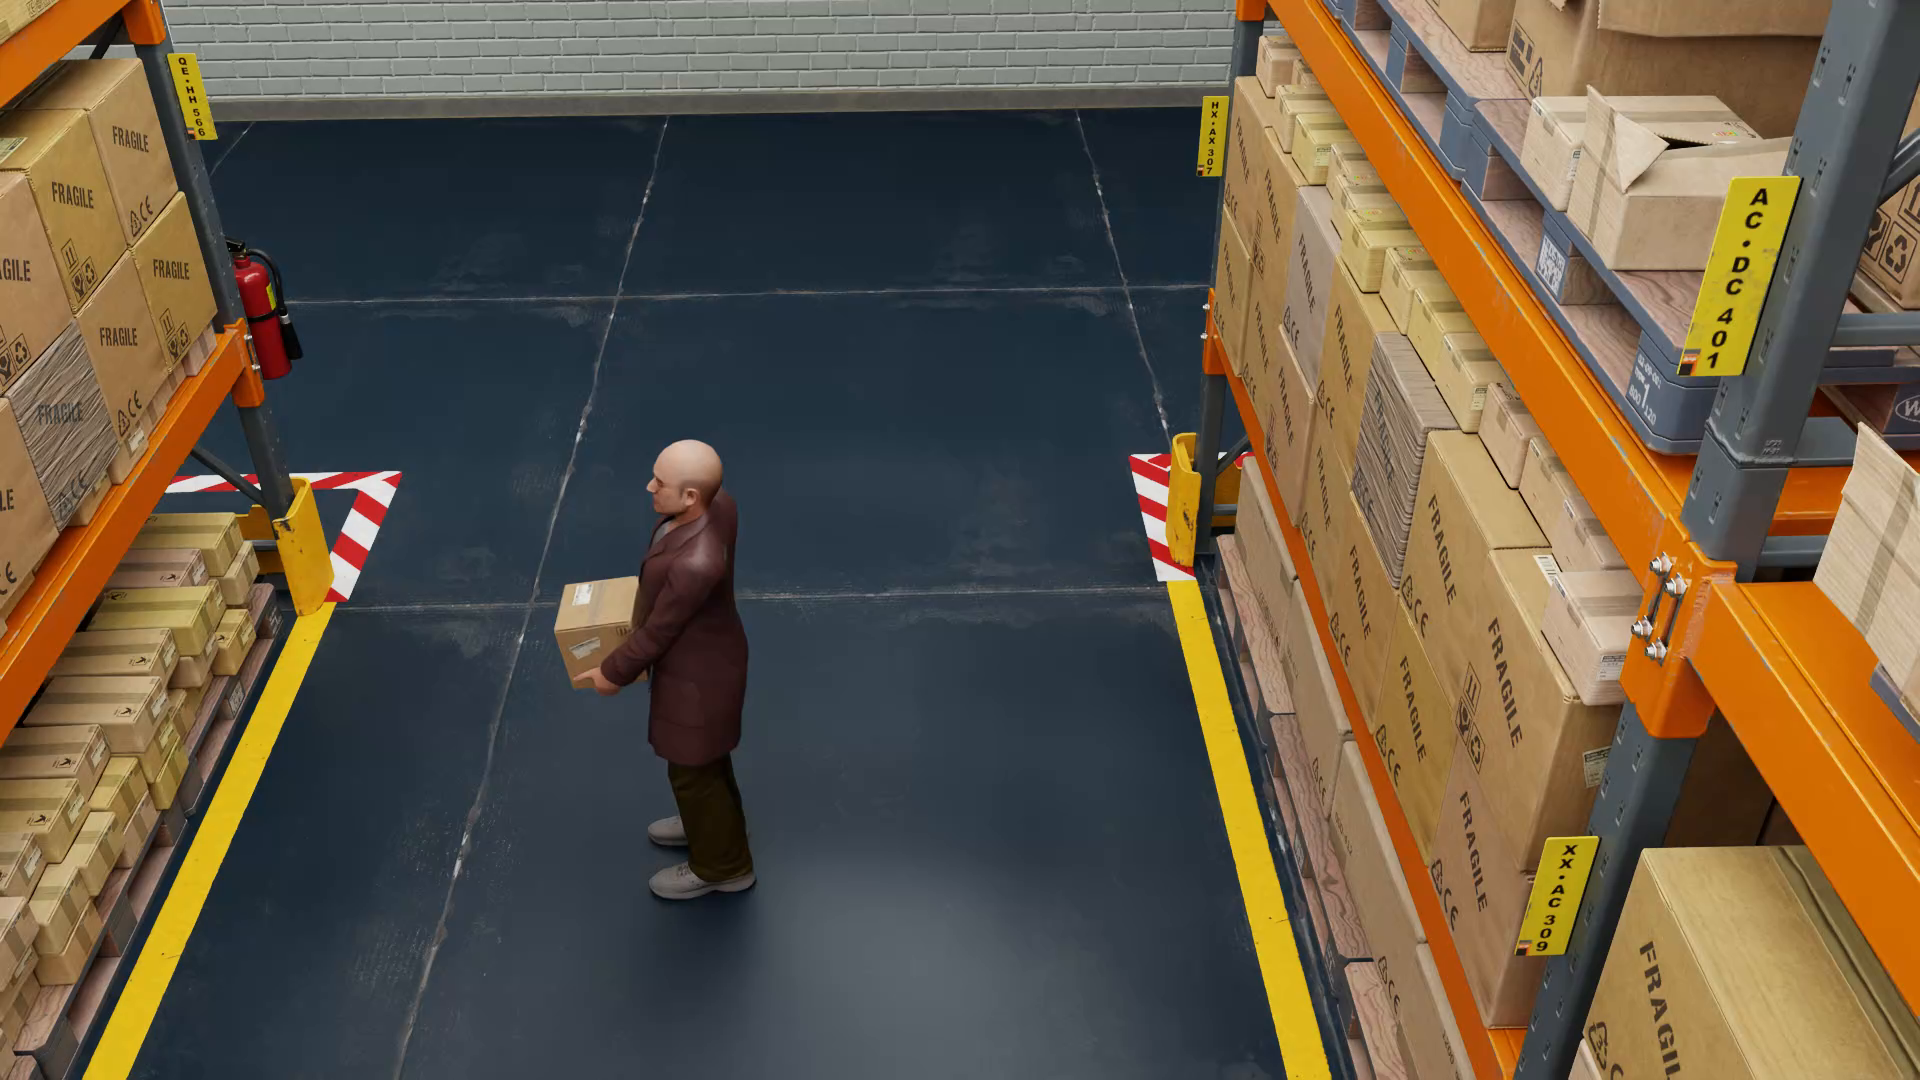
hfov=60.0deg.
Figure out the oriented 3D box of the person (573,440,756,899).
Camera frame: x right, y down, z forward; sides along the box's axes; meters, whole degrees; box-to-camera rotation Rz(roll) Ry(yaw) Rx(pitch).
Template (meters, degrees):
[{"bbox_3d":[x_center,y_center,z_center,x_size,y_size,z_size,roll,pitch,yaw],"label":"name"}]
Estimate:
[{"bbox_3d":[-0.980,0.439,5.529,0.551,1.778,0.521,-2,35,-2],"label":"person"}]
